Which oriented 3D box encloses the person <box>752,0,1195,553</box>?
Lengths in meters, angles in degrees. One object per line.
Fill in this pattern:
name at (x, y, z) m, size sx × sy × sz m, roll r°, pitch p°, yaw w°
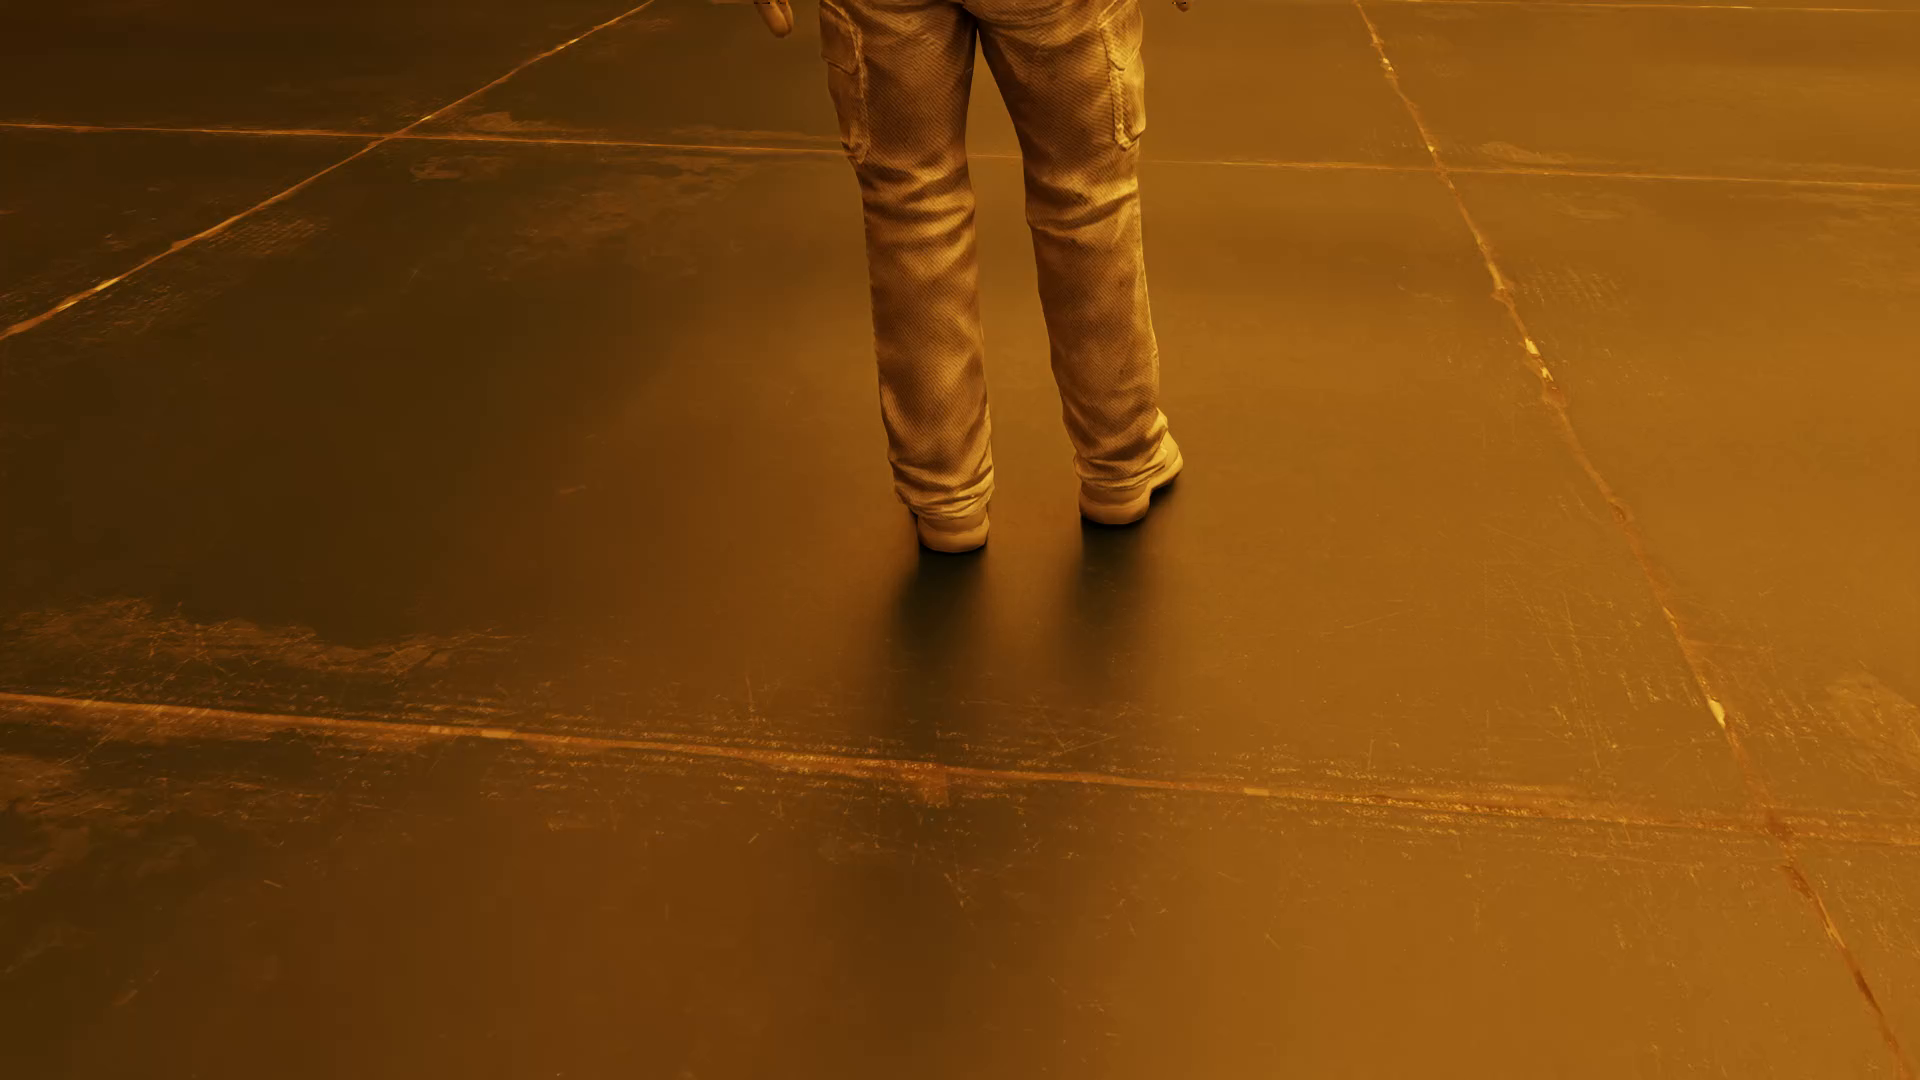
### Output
person at (0.017, -0.836, 2.162) m, size 0.656 × 1.784 × 0.575 m, roll 3°, pitch 27°, yaw 7°
